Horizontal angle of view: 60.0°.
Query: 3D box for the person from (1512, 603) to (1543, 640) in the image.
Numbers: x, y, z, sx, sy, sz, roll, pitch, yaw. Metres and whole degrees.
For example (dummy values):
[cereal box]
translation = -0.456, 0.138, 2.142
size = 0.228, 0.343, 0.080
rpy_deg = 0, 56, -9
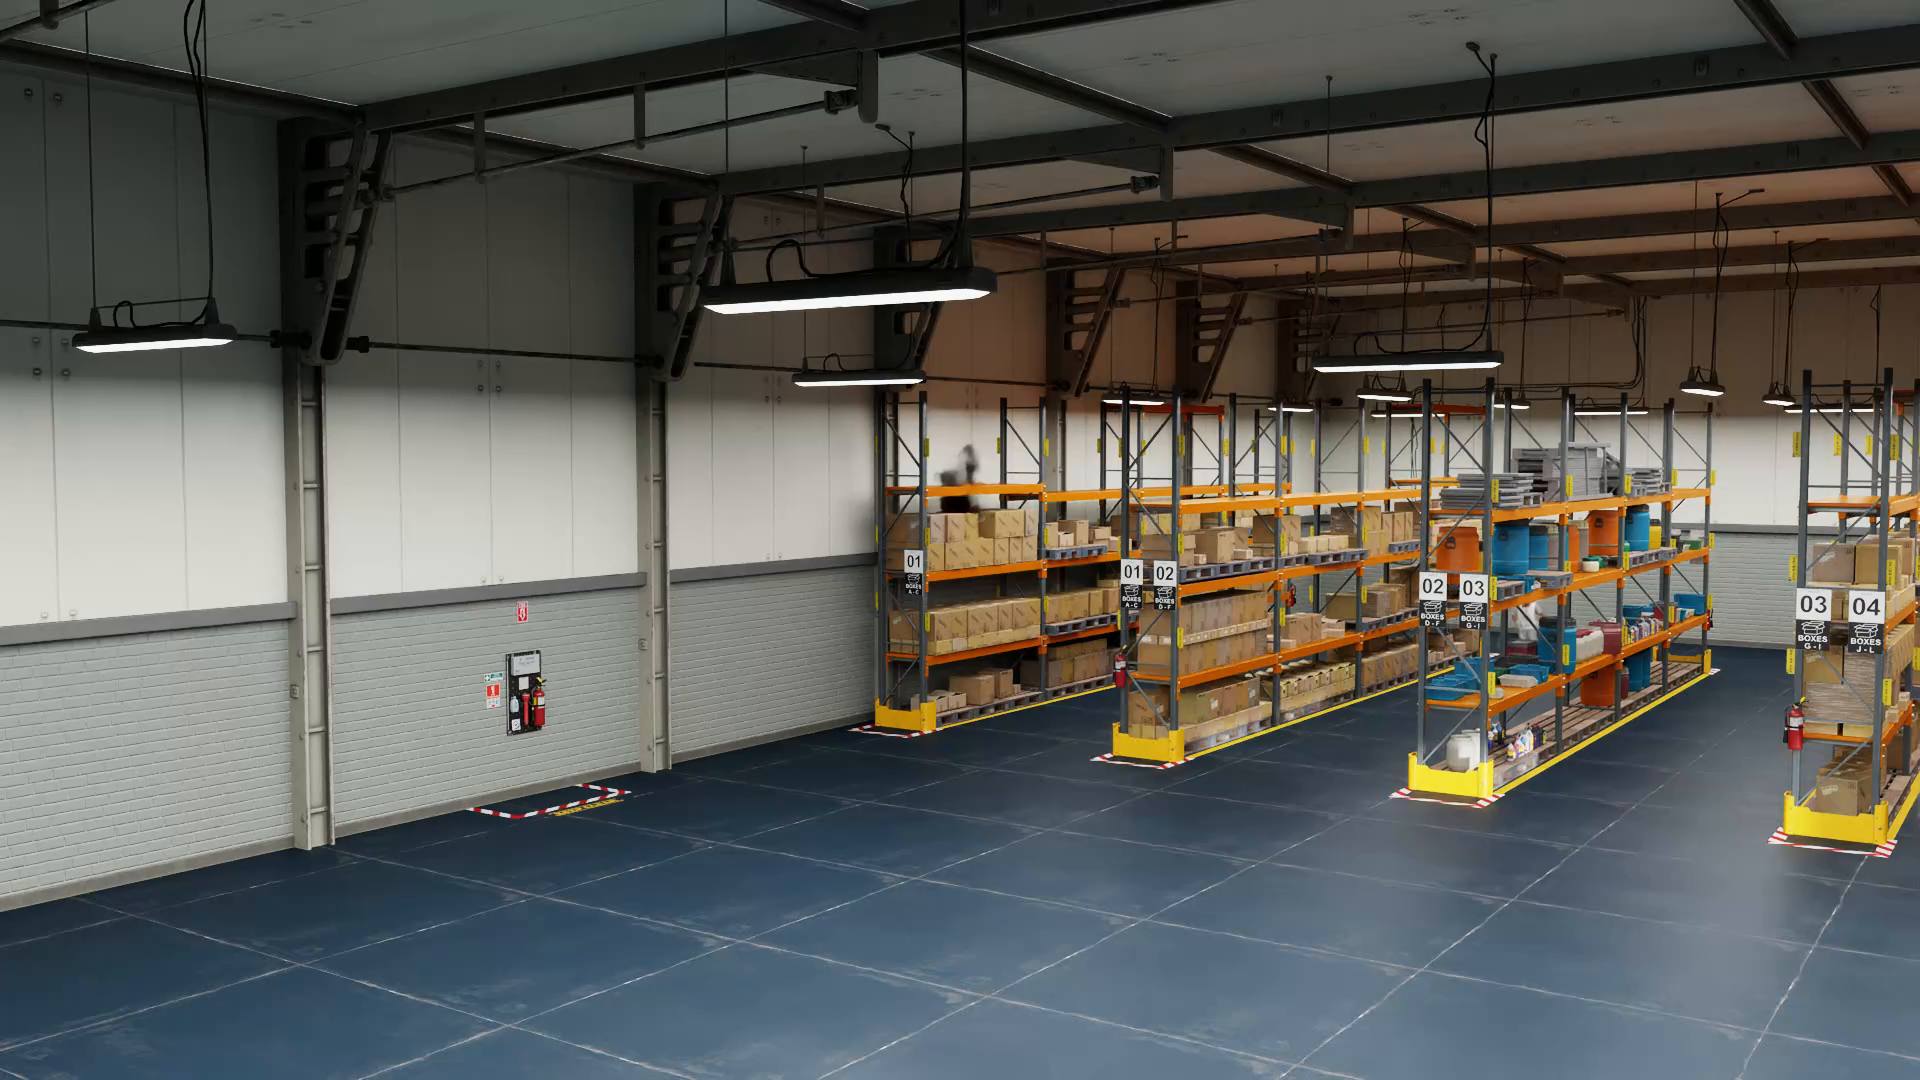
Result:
[person]
translation = 12.840, 2.033, 37.702
size = 0.674, 1.734, 0.543
rpy_deg = 2, 4, 27
